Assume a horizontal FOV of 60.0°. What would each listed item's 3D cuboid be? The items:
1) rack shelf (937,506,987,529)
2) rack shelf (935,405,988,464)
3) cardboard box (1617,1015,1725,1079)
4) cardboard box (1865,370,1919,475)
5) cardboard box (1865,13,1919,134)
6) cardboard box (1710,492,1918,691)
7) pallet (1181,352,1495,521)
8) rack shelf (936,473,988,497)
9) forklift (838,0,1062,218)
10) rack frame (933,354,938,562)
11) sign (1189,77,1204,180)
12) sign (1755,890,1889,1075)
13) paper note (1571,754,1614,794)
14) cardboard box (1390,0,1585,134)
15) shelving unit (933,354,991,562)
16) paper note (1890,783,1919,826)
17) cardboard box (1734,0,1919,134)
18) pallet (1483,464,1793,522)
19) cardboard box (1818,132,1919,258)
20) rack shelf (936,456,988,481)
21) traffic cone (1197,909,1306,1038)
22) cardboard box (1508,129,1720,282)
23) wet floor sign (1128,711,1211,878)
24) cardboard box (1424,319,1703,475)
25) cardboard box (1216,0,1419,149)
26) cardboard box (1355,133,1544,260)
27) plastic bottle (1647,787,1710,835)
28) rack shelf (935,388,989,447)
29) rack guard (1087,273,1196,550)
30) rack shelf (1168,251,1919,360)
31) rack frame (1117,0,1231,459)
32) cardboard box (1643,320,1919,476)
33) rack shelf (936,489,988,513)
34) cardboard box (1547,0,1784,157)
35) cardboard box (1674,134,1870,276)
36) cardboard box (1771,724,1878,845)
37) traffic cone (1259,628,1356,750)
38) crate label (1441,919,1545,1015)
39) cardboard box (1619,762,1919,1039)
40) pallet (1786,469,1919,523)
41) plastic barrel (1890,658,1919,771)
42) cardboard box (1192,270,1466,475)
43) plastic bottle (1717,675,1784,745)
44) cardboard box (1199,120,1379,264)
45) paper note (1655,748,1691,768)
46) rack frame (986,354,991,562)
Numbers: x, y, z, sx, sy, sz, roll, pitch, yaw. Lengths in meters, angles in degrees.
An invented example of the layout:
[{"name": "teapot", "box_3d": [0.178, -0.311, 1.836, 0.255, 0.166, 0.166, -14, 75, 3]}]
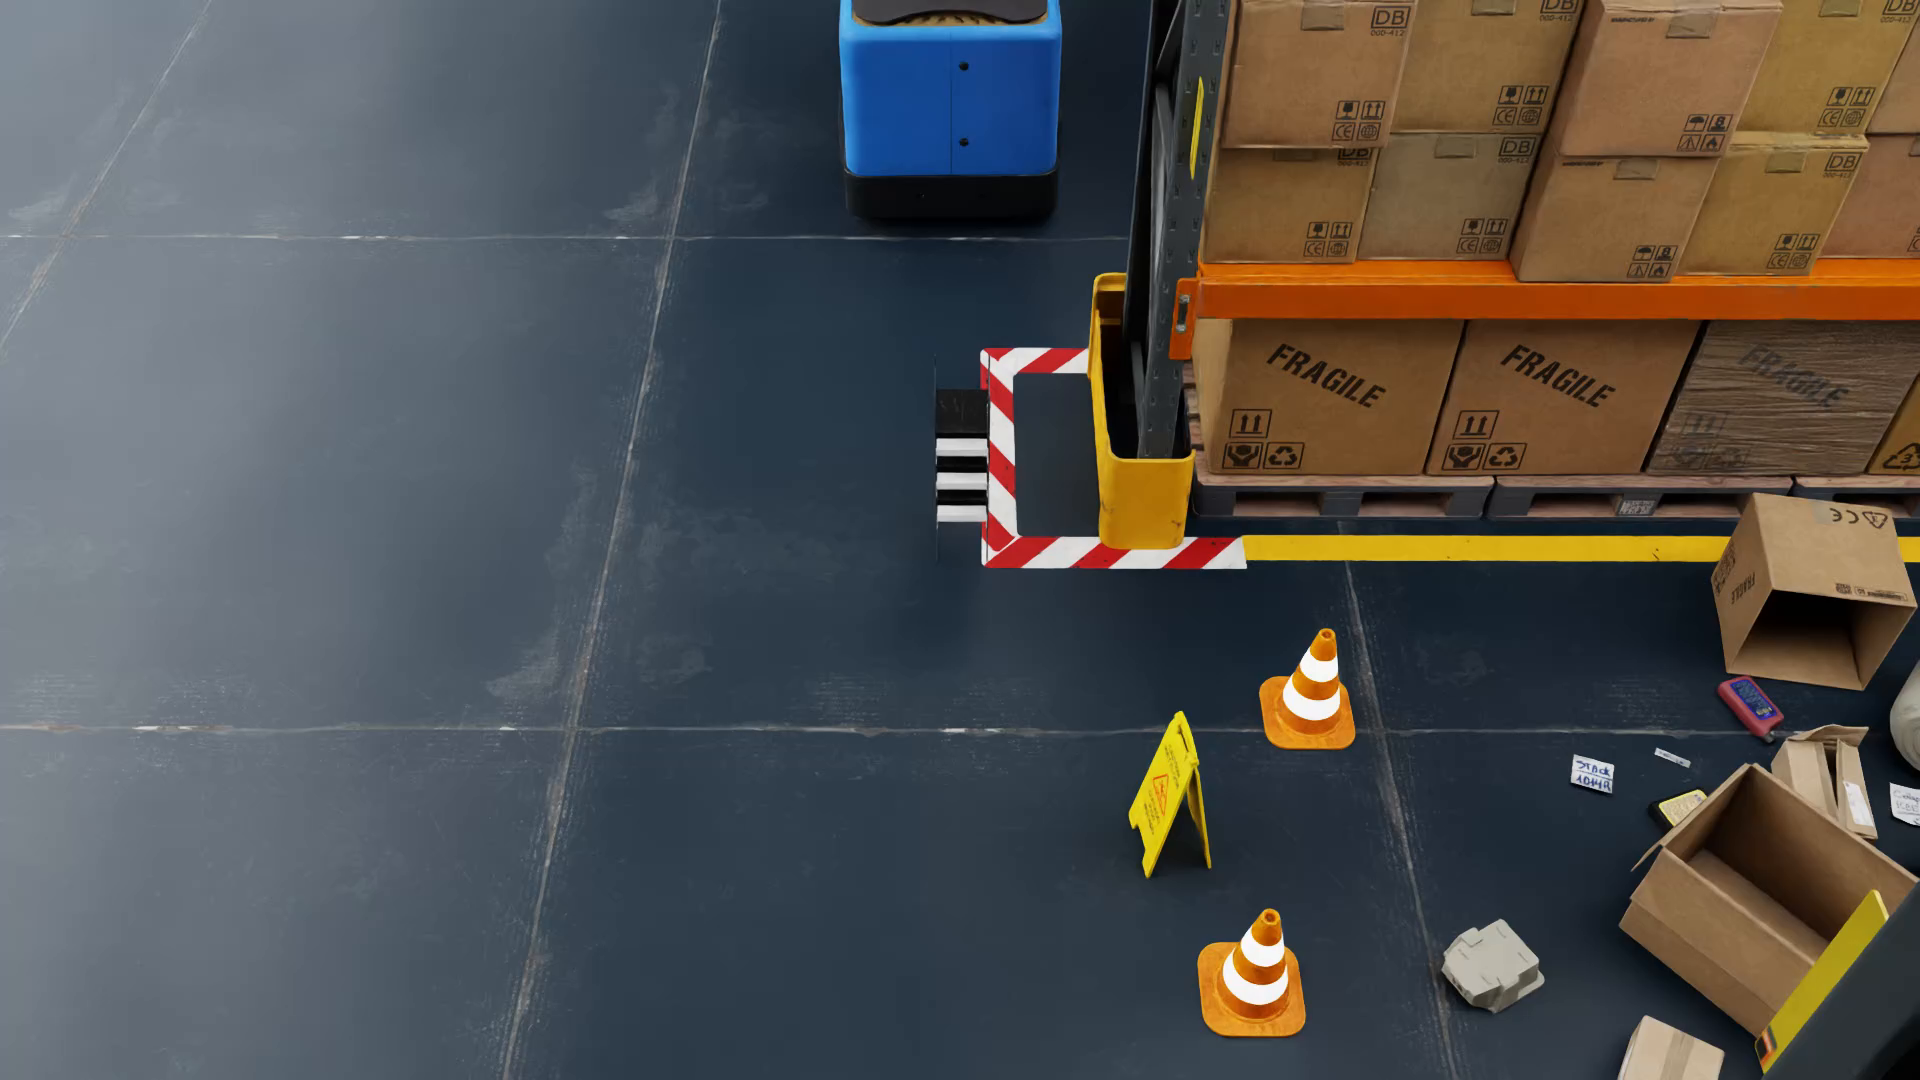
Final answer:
[{"name": "rack shelf", "box_3d": [0.008, -0.161, 6.657, 0.200, 0.077, 0.258, 0, 47, 0]}, {"name": "rack shelf", "box_3d": [0.008, -0.407, 6.394, 0.200, 0.077, 0.258, 0, 47, 0]}, {"name": "cardboard box", "box_3d": [2.172, 1.707, 5.140, 0.250, 0.149, 0.380, 23, 51, 20]}, {"name": "cardboard box", "box_3d": [4.143, -0.874, 6.759, 0.875, 0.875, 0.875, 1, 47, 1]}, {"name": "cardboard box", "box_3d": [3.313, -1.865, 5.677, 0.550, 0.550, 0.875, 0, 47, 0]}, {"name": "cardboard box", "box_3d": [3.216, 0.196, 6.305, 0.500, 0.500, 0.500, 8, 48, 7]}, {"name": "pallet", "box_3d": [1.572, -0.517, 7.168, 1.213, 0.211, 1.003, 0, 47, 0]}, {"name": "rack shelf", "box_3d": [0.008, -0.284, 6.526, 0.200, 0.077, 0.258, 0, 47, 0]}, {"name": "forklift", "box_3d": [-0.069, -3.652, 8.228, 1.130, 2.935, 3.031, -1, 47, -1]}, {"name": "rack frame", "box_3d": [-0.094, -0.307, 6.502, 0.006, 0.900, 0.240, 0, 47, 0]}, {"name": "sign", "box_3d": [0.764, -1.328, 5.372, 0.005, 0.325, 0.100, 0, 47, 0]}, {"name": "sign", "box_3d": [0.877, 0.481, 1.679, 0.005, 0.325, 0.100, 0, 47, 0]}, {"name": "paper note", "box_3d": [2.292, 0.847, 6.023, 0.142, 0.017, 0.144, 15, 49, 14]}, {"name": "cardboard box", "box_3d": [1.693, -1.868, 5.680, 0.550, 0.550, 0.875, 0, 47, 0]}, {"name": "shelving unit", "box_3d": [0.008, -0.307, 6.501, 0.210, 0.900, 0.258, 0, 47, 0]}, {"name": "paper note", "box_3d": [3.407, 0.948, 5.932, 0.155, 0.023, 0.172, 15, 49, 14]}, {"name": "cardboard box", "box_3d": [2.783, -1.861, 5.673, 0.500, 0.550, 0.875, 0, 47, 0]}, {"name": "pallet", "box_3d": [2.789, -0.512, 7.163, 1.213, 0.211, 1.003, 0, 47, 0]}, {"name": "cardboard box", "box_3d": [3.313, -1.517, 6.092, 0.550, 0.550, 0.875, 0, 47, 0]}, {"name": "rack shelf", "box_3d": [0.008, -0.345, 6.460, 0.200, 0.077, 0.258, 0, 47, 0]}, {"name": "traffic cone", "box_3d": [0.954, 1.319, 5.287, 0.334, 0.463, 0.336, 0, 47, 0]}, {"name": "cardboard box", "box_3d": [2.253, -1.417, 5.998, 0.550, 0.550, 0.875, 0, 47, 0]}, {"name": "wet floor sign", "box_3d": [0.736, 0.839, 5.609, 0.232, 0.644, 0.267, -7, 47, -7]}, {"name": "cardboard box", "box_3d": [2.330, -0.877, 6.763, 0.875, 0.875, 0.875, -1, 47, 0]}, {"name": "cardboard box", "box_3d": [1.143, -1.802, 5.619, 0.550, 0.550, 0.875, 0, 47, 0]}, {"name": "cardboard box", "box_3d": [1.693, -1.510, 6.085, 0.550, 0.550, 0.875, 0, 47, 0]}, {"name": "plastic bottle", "box_3d": [2.599, 0.956, 5.899, 0.283, 0.061, 0.133, -15, 49, -13]}, {"name": "rack shelf", "box_3d": [0.008, -0.468, 6.328, 0.200, 0.077, 0.258, 0, 47, 0]}, {"name": "rack guard", "box_3d": [0.748, -0.561, 7.011, 0.348, 0.500, 1.175, 0, 47, 0]}, {"name": "rack shelf", "box_3d": [2.772, -1.162, 6.354, 4.000, 0.370, 1.077, 0, 47, 0]}, {"name": "rack frame", "box_3d": [0.772, -1.412, 6.096, 0.127, 3.000, 1.000, 0, 47, 0]}, {"name": "cardboard box", "box_3d": [3.242, -0.873, 6.759, 0.875, 0.875, 0.875, 0, 47, 0]}, {"name": "rack shelf", "box_3d": [0.008, -0.223, 6.592, 0.200, 0.077, 0.258, 0, 47, 0]}, {"name": "cardboard box", "box_3d": [2.253, -1.767, 5.586, 0.550, 0.550, 0.875, 0, 47, 0]}, {"name": "cardboard box", "box_3d": [2.783, -1.446, 6.025, 0.500, 0.550, 0.875, 0, 47, 0]}, {"name": "cardboard box", "box_3d": [3.046, 0.873, 5.836, 0.258, 0.266, 0.396, 8, 48, 7]}, {"name": "traffic cone", "box_3d": [1.298, 0.493, 6.056, 0.334, 0.463, 0.336, 0, 47, 0]}, {"name": "crate label", "box_3d": [1.740, 1.387, 5.446, 0.298, 0.136, 0.250, -23, 51, -20]}, {"name": "cardboard box", "box_3d": [2.621, 1.213, 5.358, 0.637, 0.503, 0.797, -31, 54, -26]}, {"name": "pallet", "box_3d": [4.012, -0.511, 7.162, 1.213, 0.211, 1.003, 0, 47, 0]}, {"name": "plastic barrel", "box_3d": [3.632, 0.596, 5.987, 0.421, 0.421, 0.512, 32, 55, 26]}, {"name": "cardboard box", "box_3d": [1.450, -0.878, 6.764, 0.875, 0.875, 0.875, 0, 47, 0]}, {"name": "plastic bottle", "box_3d": [2.966, 0.636, 6.197, 0.133, 0.061, 0.283, -15, 49, -13]}, {"name": "cardboard box", "box_3d": [1.143, -1.496, 6.071, 0.550, 0.550, 0.875, 0, 47, 0]}, {"name": "paper note", "box_3d": [2.607, 0.797, 6.082, 0.123, 0.001, 0.032, 23, 51, 20]}, {"name": "rack frame", "box_3d": [0.110, -0.306, 6.501, 0.006, 0.900, 0.240, 0, 47, 0]}]
